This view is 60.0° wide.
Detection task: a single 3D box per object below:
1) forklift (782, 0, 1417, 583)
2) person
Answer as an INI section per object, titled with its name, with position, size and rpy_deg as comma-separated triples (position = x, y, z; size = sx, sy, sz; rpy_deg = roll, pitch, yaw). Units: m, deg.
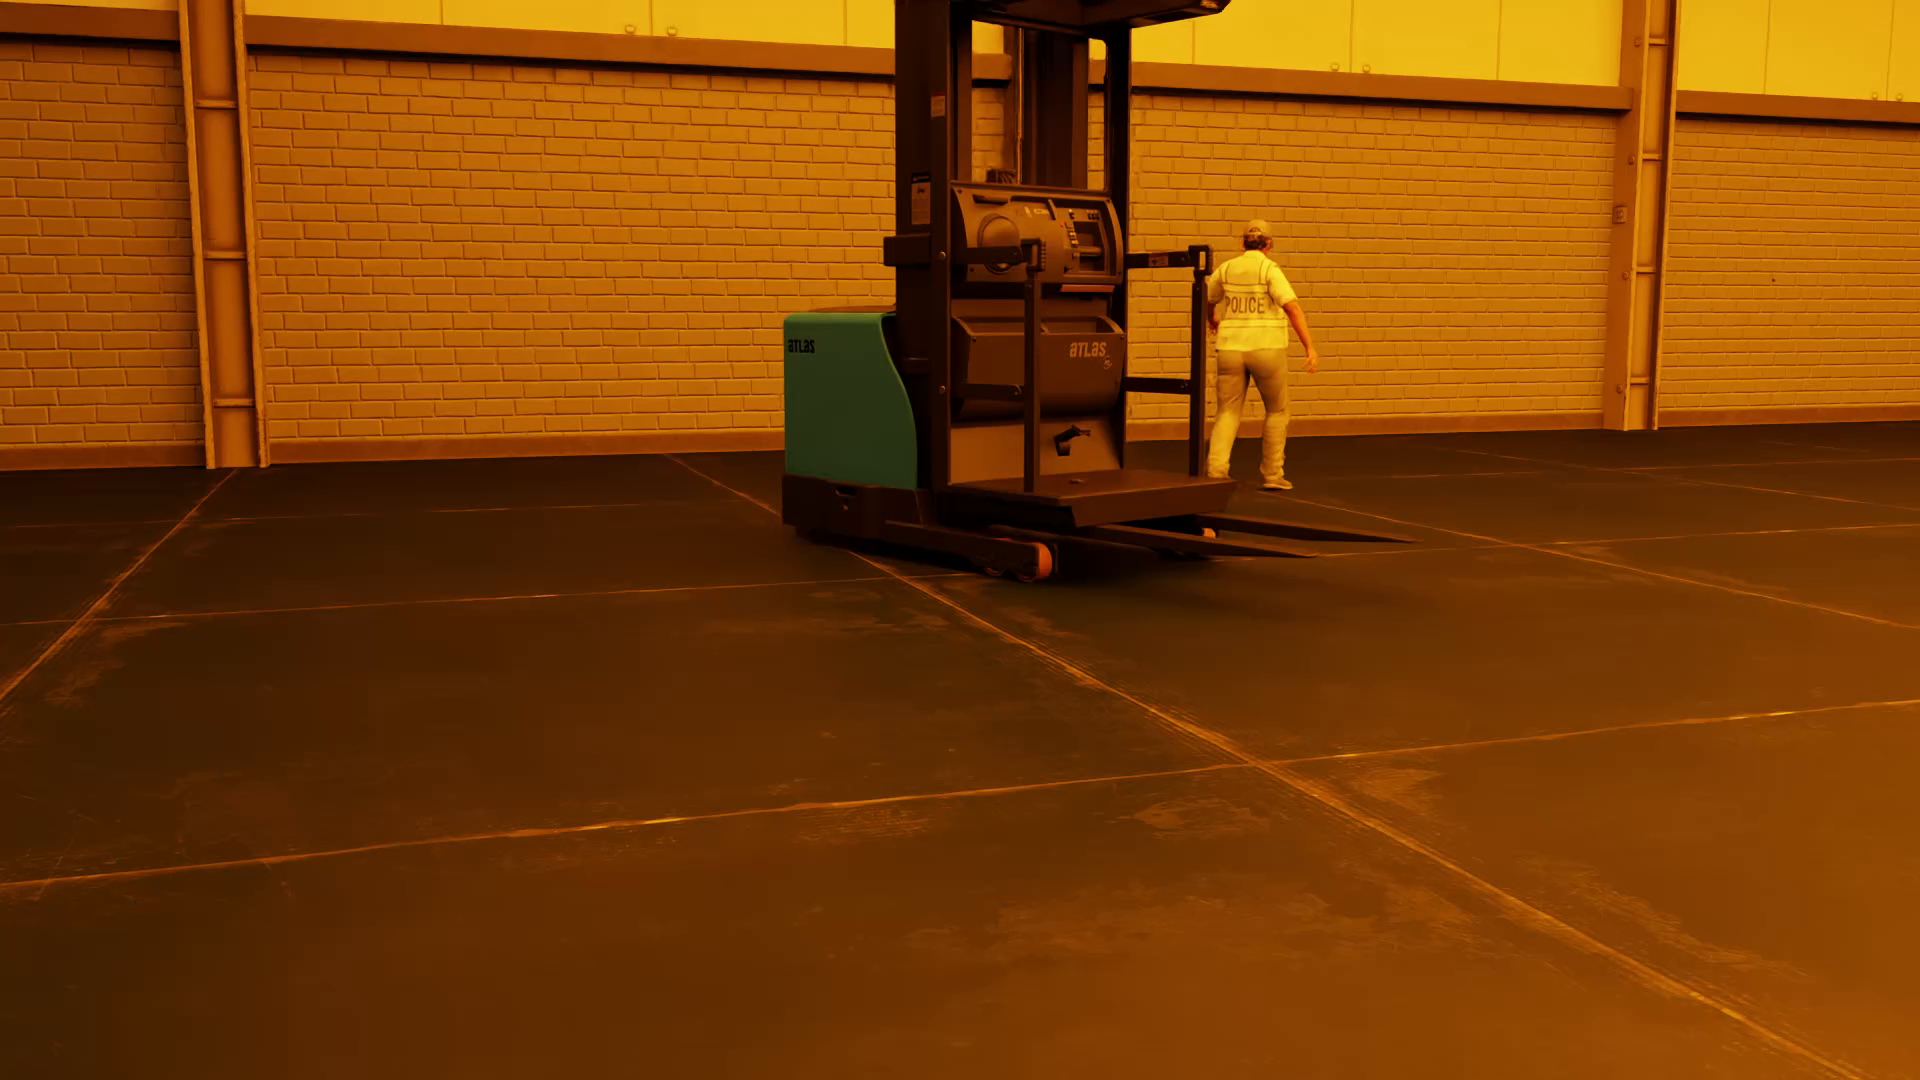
[forklift]
position = 0.488, -1.357, 7.027
size = 1.130, 2.935, 3.031
rpy_deg = -7, 10, -40
[person]
position = 1.794, -1.105, 10.036
size = 0.884, 1.644, 0.728
rpy_deg = 5, 9, 33
